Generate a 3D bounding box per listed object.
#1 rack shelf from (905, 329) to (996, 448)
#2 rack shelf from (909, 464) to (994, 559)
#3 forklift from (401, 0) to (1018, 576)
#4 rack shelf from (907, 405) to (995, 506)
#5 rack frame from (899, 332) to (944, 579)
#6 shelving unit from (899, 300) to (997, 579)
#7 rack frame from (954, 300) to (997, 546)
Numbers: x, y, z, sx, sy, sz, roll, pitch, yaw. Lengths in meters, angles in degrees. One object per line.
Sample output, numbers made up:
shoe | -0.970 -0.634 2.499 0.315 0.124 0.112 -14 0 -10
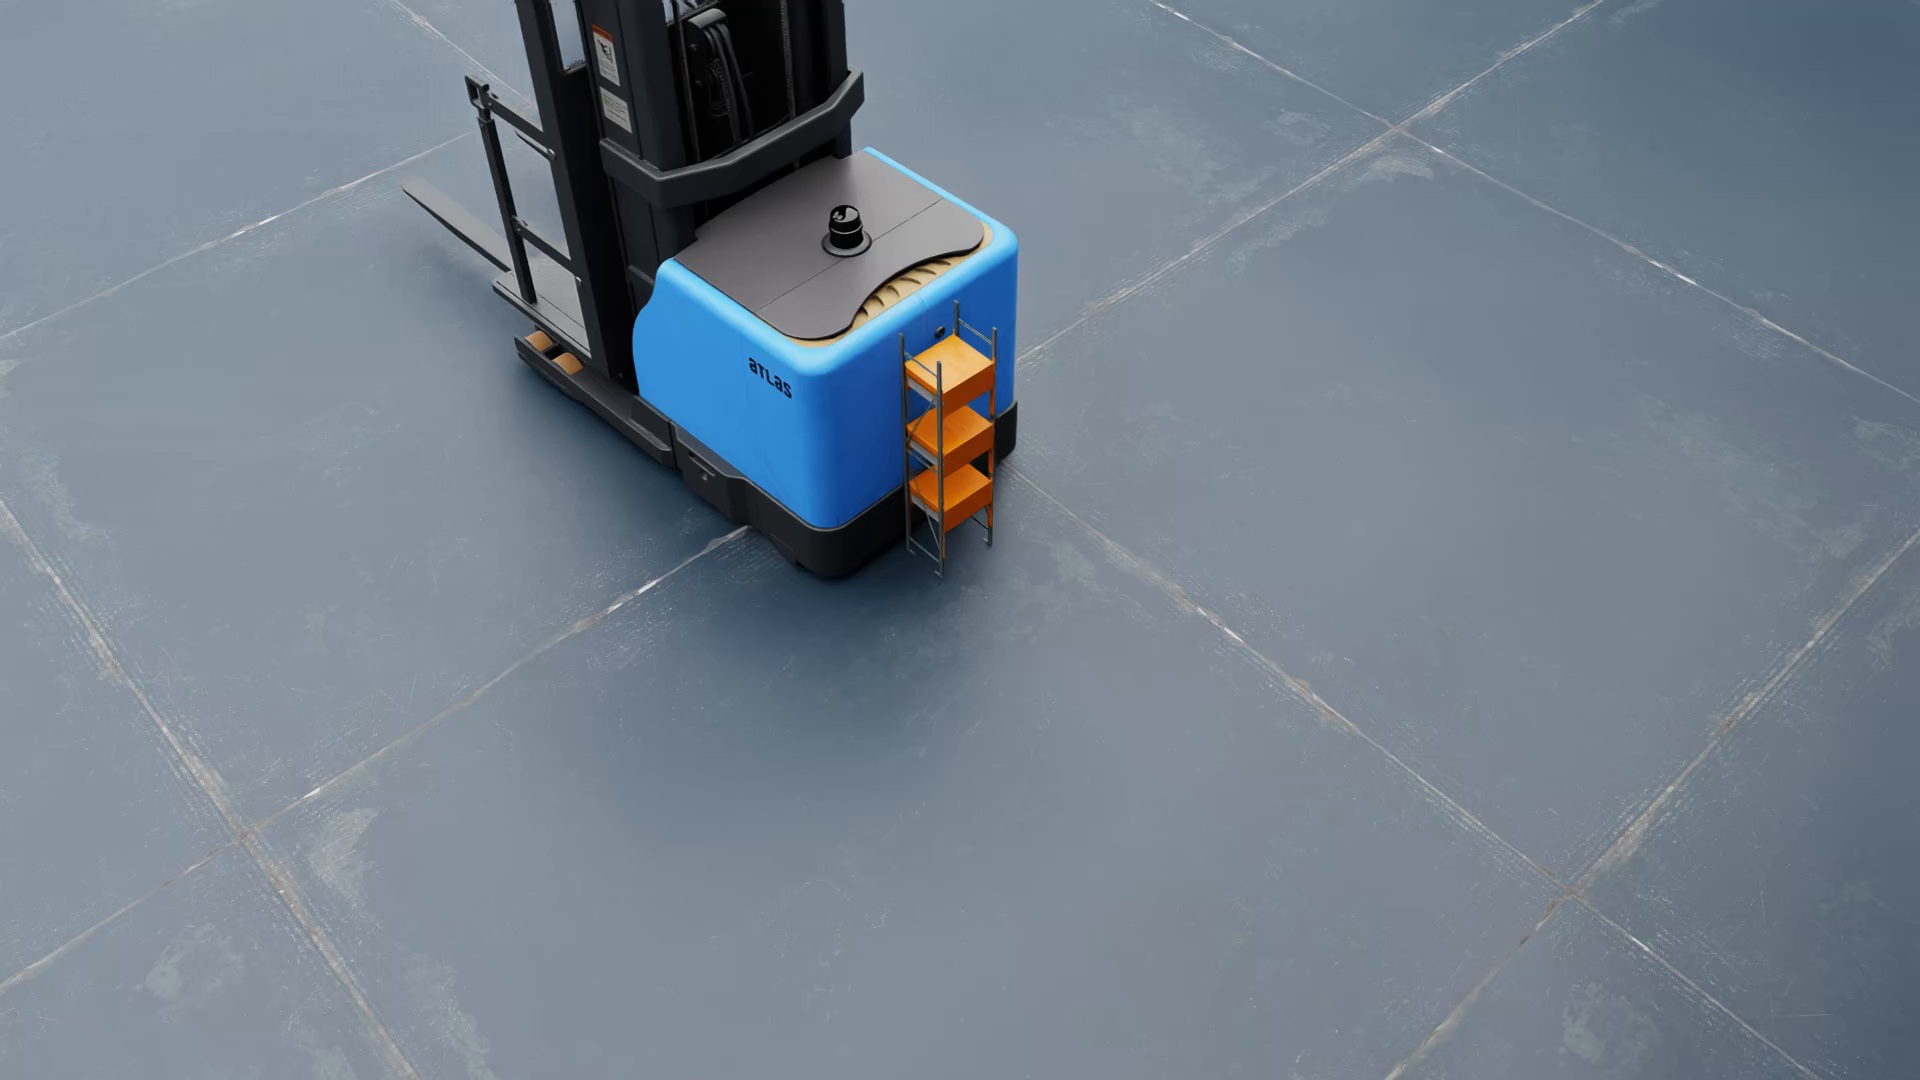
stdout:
rack shelf | -0.039 -0.515 5.639 0.240 0.259 0.215 -34 56 -27
rack shelf | -0.039 -0.134 6.051 0.240 0.259 0.215 -34 56 -27
forklift | -1.185 -1.835 5.949 3.031 2.935 1.130 36 57 28
rack shelf | -0.039 -0.322 5.847 0.240 0.259 0.215 -34 56 -27
rack frame | -0.129 -0.269 5.784 0.008 1.050 0.200 -34 56 -27
shelving unit | -0.039 -0.329 5.839 0.252 1.050 0.215 -34 56 -27
rack frame | 0.051 -0.390 5.895 0.008 1.050 0.200 -34 56 -27
